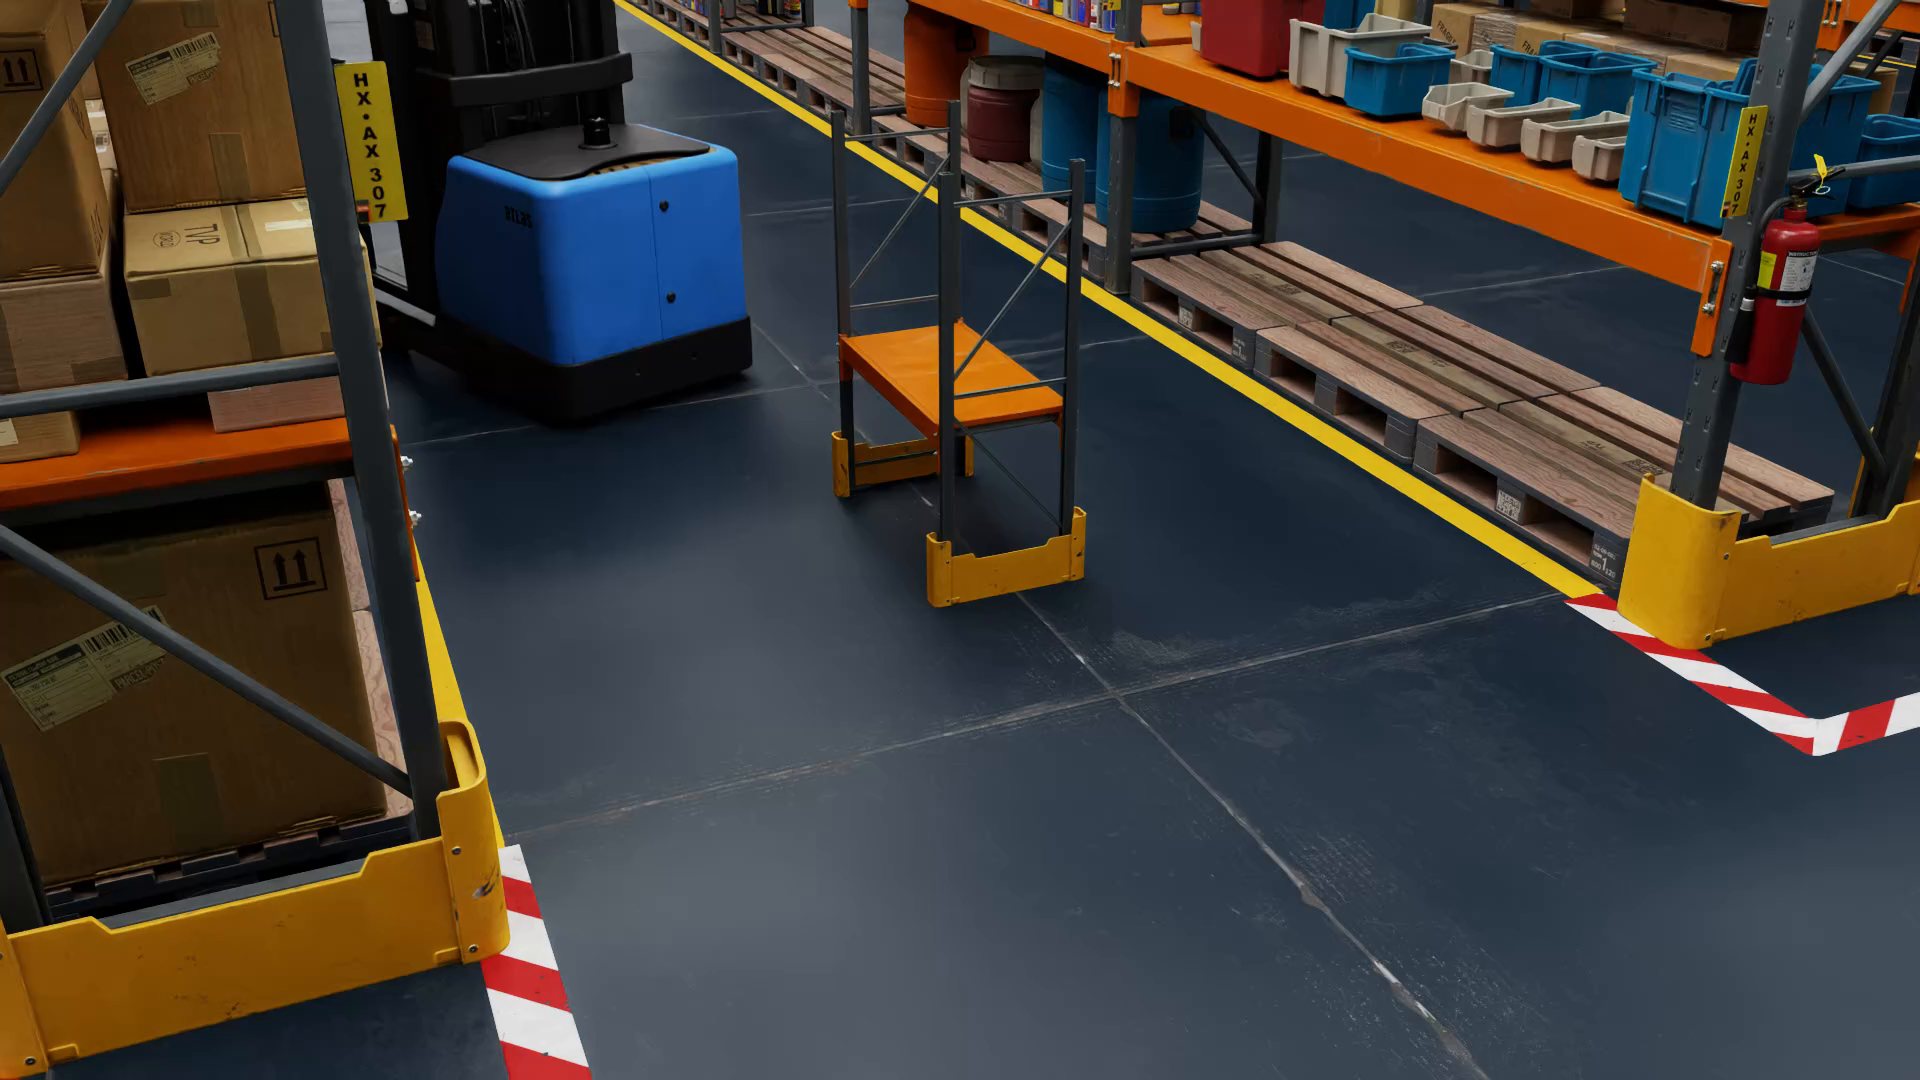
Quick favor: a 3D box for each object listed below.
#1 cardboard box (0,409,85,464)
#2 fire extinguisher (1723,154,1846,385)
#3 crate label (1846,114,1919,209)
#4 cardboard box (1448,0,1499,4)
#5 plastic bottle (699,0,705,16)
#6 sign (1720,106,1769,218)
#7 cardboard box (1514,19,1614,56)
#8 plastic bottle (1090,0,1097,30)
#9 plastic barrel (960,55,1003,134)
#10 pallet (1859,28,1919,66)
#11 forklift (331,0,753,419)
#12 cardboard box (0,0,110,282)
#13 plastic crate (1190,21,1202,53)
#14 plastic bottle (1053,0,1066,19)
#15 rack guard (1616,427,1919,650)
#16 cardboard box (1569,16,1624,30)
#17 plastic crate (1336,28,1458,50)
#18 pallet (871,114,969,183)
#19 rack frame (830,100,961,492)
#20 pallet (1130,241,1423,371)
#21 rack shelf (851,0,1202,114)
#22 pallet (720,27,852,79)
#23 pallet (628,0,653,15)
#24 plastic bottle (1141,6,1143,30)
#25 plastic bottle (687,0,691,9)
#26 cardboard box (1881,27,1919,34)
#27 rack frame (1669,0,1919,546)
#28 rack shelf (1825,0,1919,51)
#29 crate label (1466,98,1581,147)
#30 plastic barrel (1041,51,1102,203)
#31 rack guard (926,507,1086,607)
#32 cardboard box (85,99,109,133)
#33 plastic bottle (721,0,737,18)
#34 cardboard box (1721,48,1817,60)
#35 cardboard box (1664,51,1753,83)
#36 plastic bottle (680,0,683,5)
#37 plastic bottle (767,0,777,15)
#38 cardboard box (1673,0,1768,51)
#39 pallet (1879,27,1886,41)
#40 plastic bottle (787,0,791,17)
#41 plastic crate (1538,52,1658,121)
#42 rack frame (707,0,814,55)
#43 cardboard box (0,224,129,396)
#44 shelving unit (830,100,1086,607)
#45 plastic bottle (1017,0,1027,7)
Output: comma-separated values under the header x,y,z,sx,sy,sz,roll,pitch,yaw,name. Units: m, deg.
x,y,z,sx,sy,sz,roll,pitch,yaw,name
-2.168,-0.274,3.679,0.380,0.149,0.250,-10,28,-20,cardboard box
2.473,-0.809,5.002,0.296,0.674,0.183,-11,28,-21,fire extinguisher
3.038,-1.259,5.532,0.416,0.233,0.303,-11,28,-21,crate label
4.323,-4.697,14.467,0.500,0.311,0.500,-10,28,-19,cardboard box
-2.460,-5.290,16.184,0.144,0.351,0.185,-12,29,-23,plastic bottle
2.332,-1.123,4.945,0.100,0.325,0.005,-11,28,-21,sign
4.575,-3.658,12.670,0.500,0.500,0.500,-11,28,-21,cardboard box
0.743,-2.822,8.837,0.097,0.201,0.097,0,26,0,plastic bottle
0.209,-3.044,11.422,0.421,0.512,0.421,0,26,0,plastic barrel
9.054,-4.498,15.223,1.003,0.211,1.213,-11,28,-21,pallet
-2.350,-2.393,7.811,1.130,2.935,3.031,-23,34,-38,forklift
-2.158,-0.855,3.558,0.500,0.500,0.500,-10,28,-20,cardboard box
1.316,-2.462,8.105,0.396,0.136,0.243,-11,28,-21,plastic crate
0.604,-3.058,9.151,0.144,0.351,0.185,-11,28,-21,plastic bottle
2.853,-0.020,5.721,1.175,0.500,0.348,-11,28,-21,rack guard
5.043,-3.758,12.876,0.500,0.500,0.500,-12,28,-22,cardboard box
1.951,-2.263,7.712,0.437,0.125,0.590,-11,28,-21,plastic crate
0.046,-2.816,11.777,1.003,0.211,1.213,-11,28,-21,pallet
-0.232,-0.914,6.412,0.500,1.500,0.032,-11,28,-21,rack frame
1.589,-1.222,8.513,1.003,0.211,1.213,-11,28,-21,pallet
0.482,-3.250,10.307,1.077,0.370,4.000,-11,28,-21,rack shelf
-1.524,-4.432,15.086,1.003,0.211,1.213,-11,28,-21,pallet
-3.048,-6.005,18.309,1.003,0.211,1.213,-11,28,-21,pallet
0.921,-2.809,8.810,0.097,0.201,0.097,0,26,0,plastic bottle
-2.647,-5.454,16.604,0.152,0.276,0.135,-10,28,-20,plastic bottle
8.982,-4.986,15.014,0.750,0.750,0.750,-11,28,-21,cardboard box
2.832,-1.151,5.188,1.000,3.000,0.127,-11,28,-21,rack frame
6.608,-2.484,8.740,1.077,0.370,4.000,-11,28,-21,rack shelf
2.114,-1.585,6.310,0.396,0.136,0.243,-11,28,-21,crate label
0.791,-2.520,9.905,0.600,0.901,0.708,-11,28,-21,plastic barrel
0.165,0.058,5.846,0.587,0.250,0.087,-11,28,-21,rack guard
-2.765,-1.136,4.990,0.500,0.250,0.500,-11,28,-21,cardboard box
-2.252,-5.238,16.077,0.144,0.351,0.185,-11,28,-21,plastic bottle
5.640,-3.140,11.610,0.500,0.500,0.500,-10,28,-20,cardboard box
5.182,-3.041,11.406,0.500,0.500,0.500,-10,28,-20,cardboard box
-2.799,-5.546,16.878,0.097,0.201,0.097,0,26,0,plastic bottle
-1.839,-5.283,16.247,0.061,0.283,0.133,-11,28,-21,plastic bottle
5.468,-3.667,11.835,0.500,0.250,0.500,-11,28,-20,cardboard box
8.510,-5.145,16.548,1.003,0.211,1.213,-11,28,-21,pallet
-1.629,-5.180,16.129,0.097,0.201,0.097,0,26,0,plastic bottle
2.522,-1.790,6.620,0.416,0.233,0.300,-11,28,-21,plastic crate
-1.868,-5.995,15.110,1.000,3.000,0.127,-11,28,-21,rack frame
-2.160,-0.516,3.720,0.500,0.250,0.500,-11,28,-21,cardboard box
-0.030,-0.705,5.984,0.587,1.500,1.083,-11,28,-21,shelving unit
0.420,-3.219,9.565,0.152,0.276,0.135,-11,28,-21,plastic bottle
